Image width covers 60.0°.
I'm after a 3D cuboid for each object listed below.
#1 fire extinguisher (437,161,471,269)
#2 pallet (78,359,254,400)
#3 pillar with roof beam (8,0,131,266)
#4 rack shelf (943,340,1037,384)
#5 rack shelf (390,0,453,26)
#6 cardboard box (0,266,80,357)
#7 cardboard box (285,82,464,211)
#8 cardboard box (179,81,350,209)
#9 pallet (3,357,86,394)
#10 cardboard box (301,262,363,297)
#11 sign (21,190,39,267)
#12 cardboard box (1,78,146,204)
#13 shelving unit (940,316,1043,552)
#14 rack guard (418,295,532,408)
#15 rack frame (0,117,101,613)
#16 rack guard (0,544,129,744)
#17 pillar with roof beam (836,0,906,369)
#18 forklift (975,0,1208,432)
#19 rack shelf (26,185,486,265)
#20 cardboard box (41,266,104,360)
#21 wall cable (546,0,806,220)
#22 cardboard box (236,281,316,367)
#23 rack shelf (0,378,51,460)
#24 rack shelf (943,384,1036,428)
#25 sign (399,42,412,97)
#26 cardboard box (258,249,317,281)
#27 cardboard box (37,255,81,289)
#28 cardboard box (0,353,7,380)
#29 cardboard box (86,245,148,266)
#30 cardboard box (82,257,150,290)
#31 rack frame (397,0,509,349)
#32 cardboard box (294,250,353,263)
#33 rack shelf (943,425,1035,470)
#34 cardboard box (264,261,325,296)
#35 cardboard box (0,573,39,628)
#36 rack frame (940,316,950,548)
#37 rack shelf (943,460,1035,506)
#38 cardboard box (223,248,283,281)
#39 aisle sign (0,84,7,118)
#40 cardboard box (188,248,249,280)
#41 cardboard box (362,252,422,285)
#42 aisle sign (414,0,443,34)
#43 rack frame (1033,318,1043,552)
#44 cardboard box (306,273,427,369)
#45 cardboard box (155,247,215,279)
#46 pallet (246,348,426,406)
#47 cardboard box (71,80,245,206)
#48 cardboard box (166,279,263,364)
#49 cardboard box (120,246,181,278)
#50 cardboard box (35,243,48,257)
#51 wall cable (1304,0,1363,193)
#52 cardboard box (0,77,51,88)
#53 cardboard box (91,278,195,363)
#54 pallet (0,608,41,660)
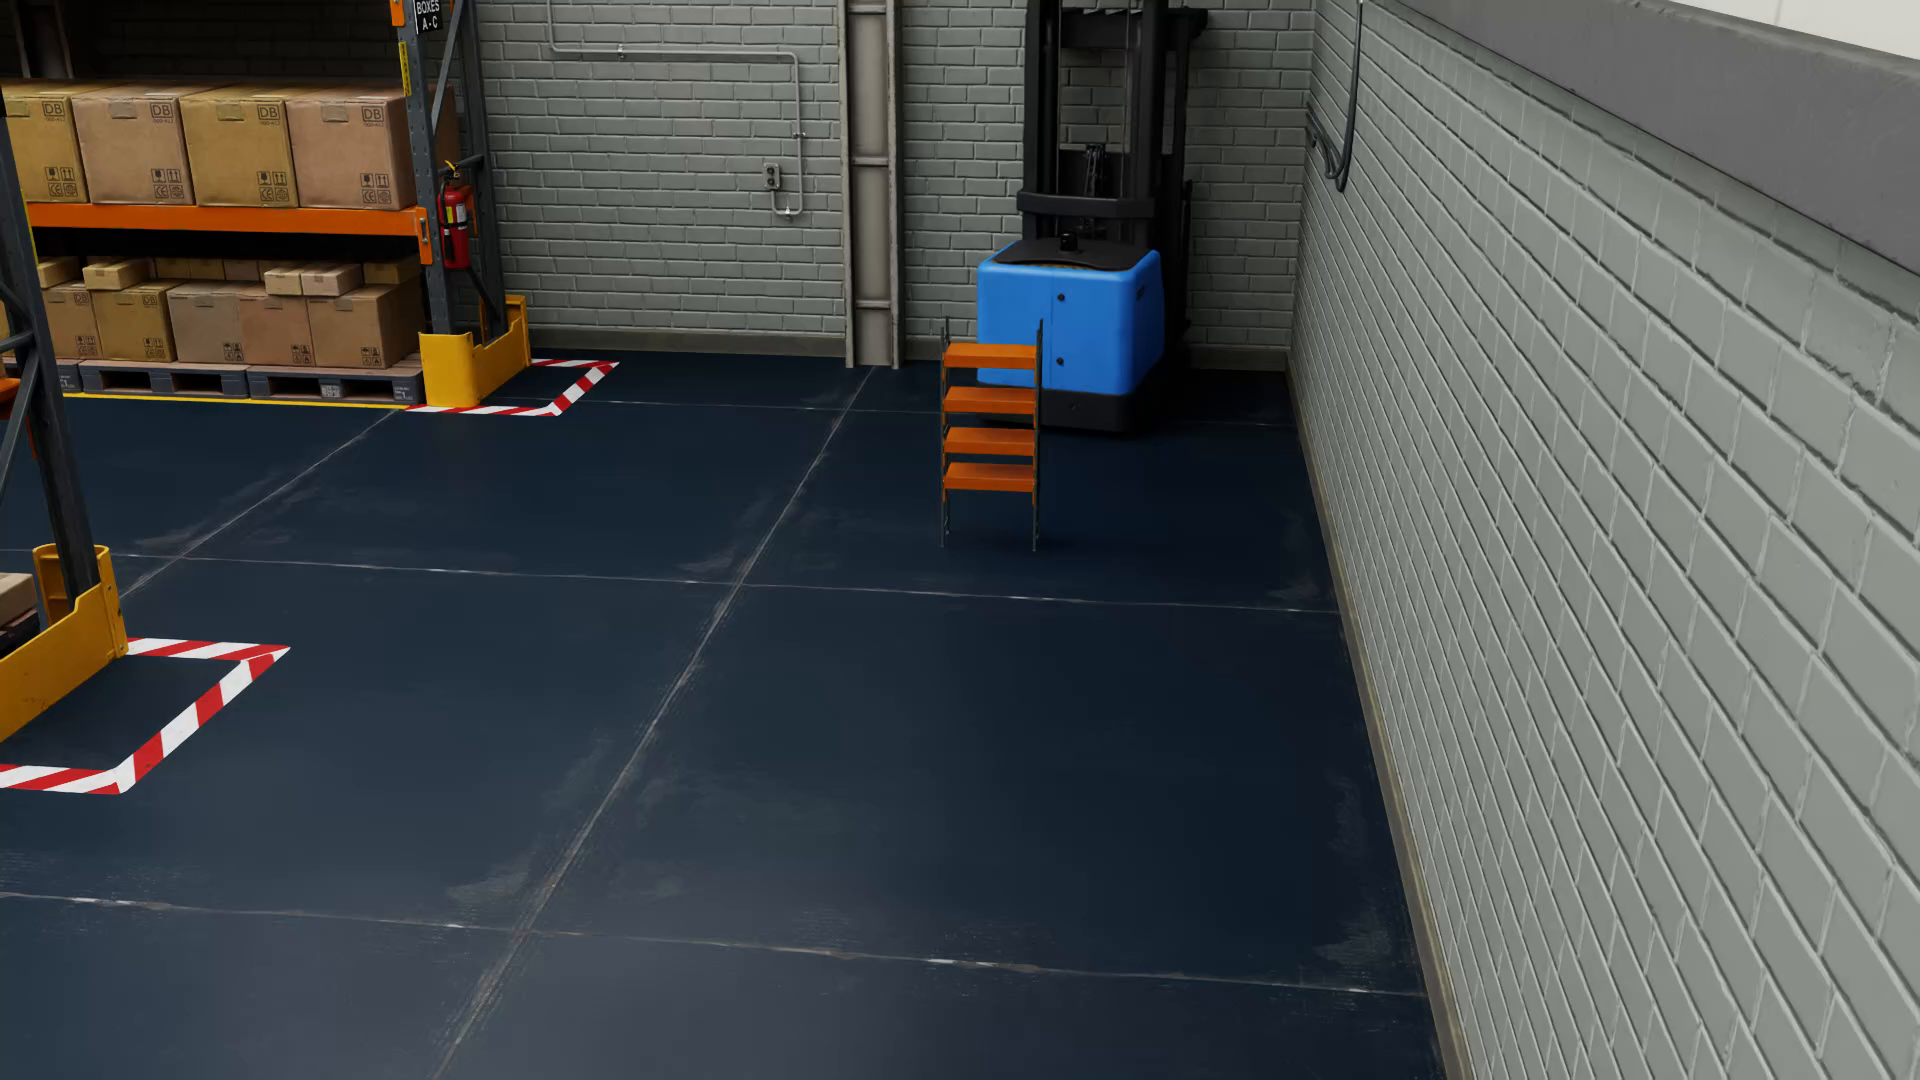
[{"bbox_3d":[-3.305,-2.117,10.826,0.183,0.674,0.296,2,22,6],"label":"fire extinguisher"},{"bbox_3d":[-5.412,-1.264,11.850,1.213,0.211,1.003,2,22,6],"label":"pallet"},{"bbox_3d":[-7.082,-4.178,7.268,0.400,9.000,9.100,2,22,6],"label":"pillar with roof beam"},{"bbox_3d":[0.164,-0.916,8.557,0.480,0.148,0.258,2,22,6],"label":"rack shelf"},{"bbox_3d":[-5.387,-3.648,10.986,4.000,0.370,1.077,2,22,6],"label":"rack shelf"},{"bbox_3d":[-6.642,-1.637,11.830,0.500,0.500,0.700,3,22,7],"label":"cardboard box"},{"bbox_3d":[-3.908,-2.659,11.178,0.700,0.700,0.980,3,22,9],"label":"cardboard box"},{"bbox_3d":[-4.632,-2.686,11.247,0.700,0.700,0.980,2,22,6],"label":"cardboard box"},{"bbox_3d":[-6.627,-1.316,11.981,1.213,0.211,1.003,2,22,6],"label":"pallet"},{"bbox_3d":[-4.256,-1.768,11.279,0.250,0.149,0.380,2,22,6],"label":"cardboard box"},{"bbox_3d":[-3.916,-1.293,6.953,0.005,0.325,0.100,2,22,6],"label":"sign"},{"bbox_3d":[-6.112,-2.751,11.410,0.700,0.700,0.980,2,22,5],"label":"cardboard box"},{"bbox_3d":[0.164,-0.551,8.701,0.503,1.200,0.258,2,22,6],"label":"shelving unit"},{"bbox_3d":[-3.377,-1.338,11.643,0.348,0.500,1.175,2,22,6],"label":"rack guard"},{"bbox_3d":[-3.980,-0.692,6.611,0.127,3.000,1.000,2,22,6],"label":"rack frame"},{"bbox_3d":[-4.055,0.467,7.079,0.348,0.500,1.175,2,22,6],"label":"rack guard"},{"bbox_3d":[-1.124,-3.918,6.611,0.400,9.000,9.100,2,22,6],"label":"pillar with roof beam"},{"bbox_3d":[1.038,-2.552,11.409,1.130,2.935,3.031,7,23,17],"label":"forklift"},{"bbox_3d":[-5.387,-2.253,11.537,4.000,0.370,1.077,2,22,6],"label":"rack shelf"},{"bbox_3d":[-6.144,-1.614,11.772,0.500,0.500,0.700,2,22,6],"label":"cardboard box"},{"bbox_3d":[-2.018,-3.264,11.733,1.851,1.984,0.084,2,22,6],"label":"wall cable"},{"bbox_3d":[-4.604,-1.549,11.608,0.500,0.500,0.700,2,22,6],"label":"cardboard box"},{"bbox_3d":[-5.966,-0.444,6.962,4.000,0.370,1.077,2,22,6],"label":"rack shelf"},{"bbox_3d":[0.164,-0.696,8.644,0.480,0.148,0.258,2,22,6],"label":"rack shelf"},{"bbox_3d":[-3.478,-2.952,10.430,0.005,0.325,0.100,2,22,6],"label":"sign"},{"bbox_3d":[-4.711,-1.930,11.687,0.250,0.149,0.380,3,22,7],"label":"cardboard box"},{"bbox_3d":[-6.323,-1.857,11.505,0.250,0.149,0.380,3,22,8],"label":"cardboard box"},{"bbox_3d":[-4.389,-0.854,6.885,0.500,0.500,0.500,3,22,7],"label":"cardboard box"},{"bbox_3d":[-5.977,-1.984,11.826,0.250,0.149,0.380,2,22,5],"label":"cardboard box"},{"bbox_3d":[-5.805,-1.835,11.448,0.250,0.149,0.380,2,22,5],"label":"cardboard box"},{"bbox_3d":[-3.400,-2.501,11.186,0.127,3.000,1.000,2,22,6],"label":"rack frame"},{"bbox_3d":[-4.463,-1.919,11.659,0.250,0.149,0.380,3,22,6],"label":"cardboard box"},{"bbox_3d":[0.164,-0.488,8.726,0.480,0.148,0.258,2,22,6],"label":"rack shelf"},{"bbox_3d":[-4.510,-1.779,11.307,0.250,0.149,0.380,3,22,8],"label":"cardboard box"},{"bbox_3d":[-4.355,0.285,7.418,0.250,0.149,0.380,2,22,6],"label":"cardboard box"},{"bbox_3d":[-0.078,-0.561,8.728,0.015,1.200,0.240,2,22,6],"label":"rack frame"},{"bbox_3d":[0.164,-0.304,8.799,0.480,0.148,0.258,2,22,6],"label":"rack shelf"},{"bbox_3d":[-4.964,-1.940,11.714,0.250,0.149,0.380,3,22,7],"label":"cardboard box"},{"bbox_3d":[-3.877,-2.006,6.397,0.004,0.787,0.394,2,22,6],"label":"aisle sign"},{"bbox_3d":[-5.219,-1.951,11.742,0.250,0.149,0.380,3,22,7],"label":"cardboard box"},{"bbox_3d":[-3.960,-1.897,11.605,0.250,0.149,0.380,3,22,7],"label":"cardboard box"},{"bbox_3d":[-3.364,-3.597,10.423,0.004,0.787,0.394,2,22,6],"label":"aisle sign"},{"bbox_3d":[0.407,-0.540,8.674,0.015,1.200,0.240,2,22,6],"label":"rack frame"},{"bbox_3d":[-4.107,-1.528,11.553,0.500,0.500,0.700,2,22,6],"label":"cardboard box"},{"bbox_3d":[-5.470,-1.962,11.770,0.250,0.149,0.380,2,22,5],"label":"cardboard box"},{"bbox_3d":[-4.204,-1.210,11.714,1.213,0.211,1.003,2,22,6],"label":"pallet"},{"bbox_3d":[-5.388,-2.723,11.339,0.700,0.700,0.980,1,22,4],"label":"cardboard box"},{"bbox_3d":[-5.104,-1.571,11.662,0.500,0.500,0.700,2,22,5],"label":"cardboard box"},{"bbox_3d":[-5.727,-1.973,11.797,0.250,0.149,0.380,3,22,7],"label":"cardboard box"},{"bbox_3d":[-6.763,-2.018,11.910,0.250,0.149,0.380,2,22,6],"label":"cardboard box"},{"bbox_3d":[2.174,-3.472,9.705,0.112,2.526,3.097,2,22,6],"label":"wall cable"},{"bbox_3d":[-6.836,-2.784,11.495,0.700,0.700,0.980,3,22,7],"label":"cardboard box"},{"bbox_3d":[-5.634,-1.591,11.714,0.500,0.500,0.700,3,22,8],"label":"cardboard box"},{"bbox_3d":[-4.847,0.567,7.219,1.213,0.211,1.003,2,22,6],"label":"pallet"}]
